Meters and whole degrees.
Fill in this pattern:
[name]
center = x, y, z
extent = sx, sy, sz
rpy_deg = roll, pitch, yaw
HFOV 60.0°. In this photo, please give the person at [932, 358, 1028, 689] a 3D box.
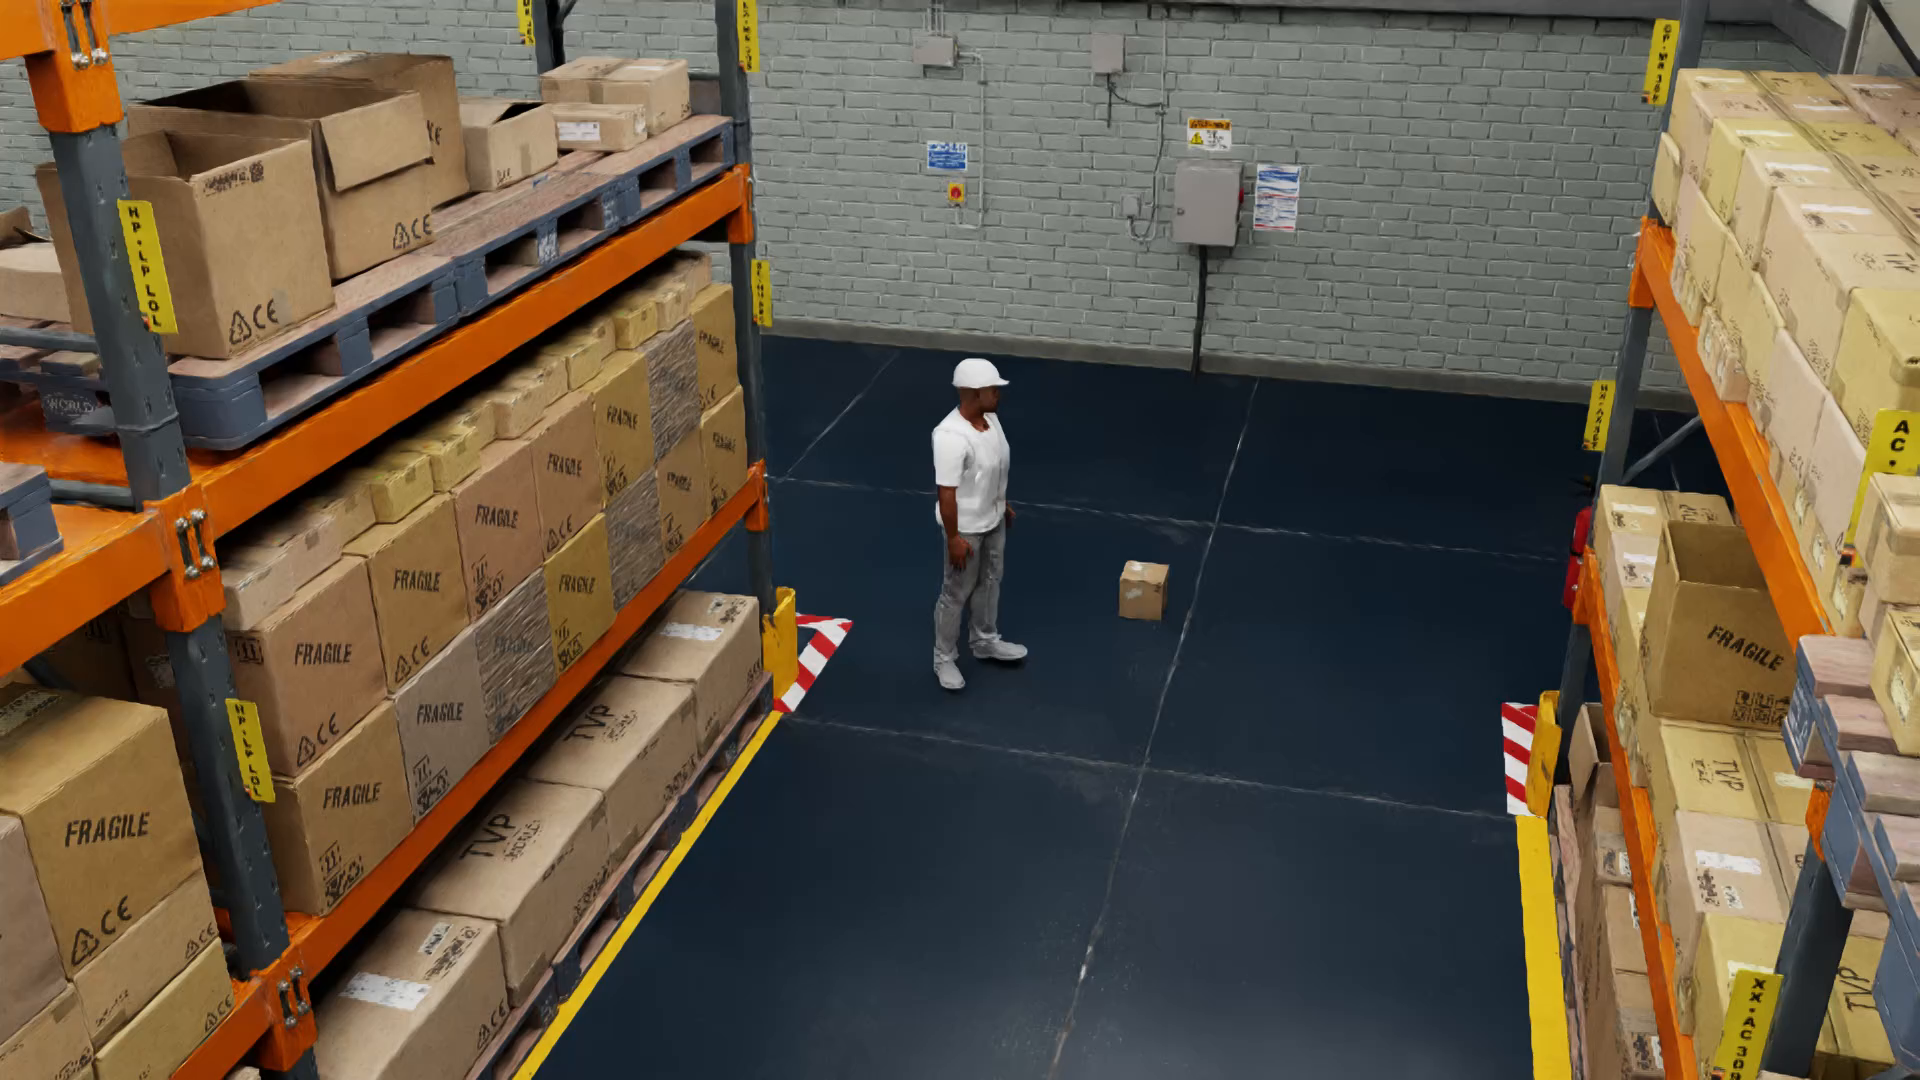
[person]
center = 0.099, -0.112, 8.752
extent = 0.413, 1.768, 0.640
rpy_deg = 13, 28, 26
